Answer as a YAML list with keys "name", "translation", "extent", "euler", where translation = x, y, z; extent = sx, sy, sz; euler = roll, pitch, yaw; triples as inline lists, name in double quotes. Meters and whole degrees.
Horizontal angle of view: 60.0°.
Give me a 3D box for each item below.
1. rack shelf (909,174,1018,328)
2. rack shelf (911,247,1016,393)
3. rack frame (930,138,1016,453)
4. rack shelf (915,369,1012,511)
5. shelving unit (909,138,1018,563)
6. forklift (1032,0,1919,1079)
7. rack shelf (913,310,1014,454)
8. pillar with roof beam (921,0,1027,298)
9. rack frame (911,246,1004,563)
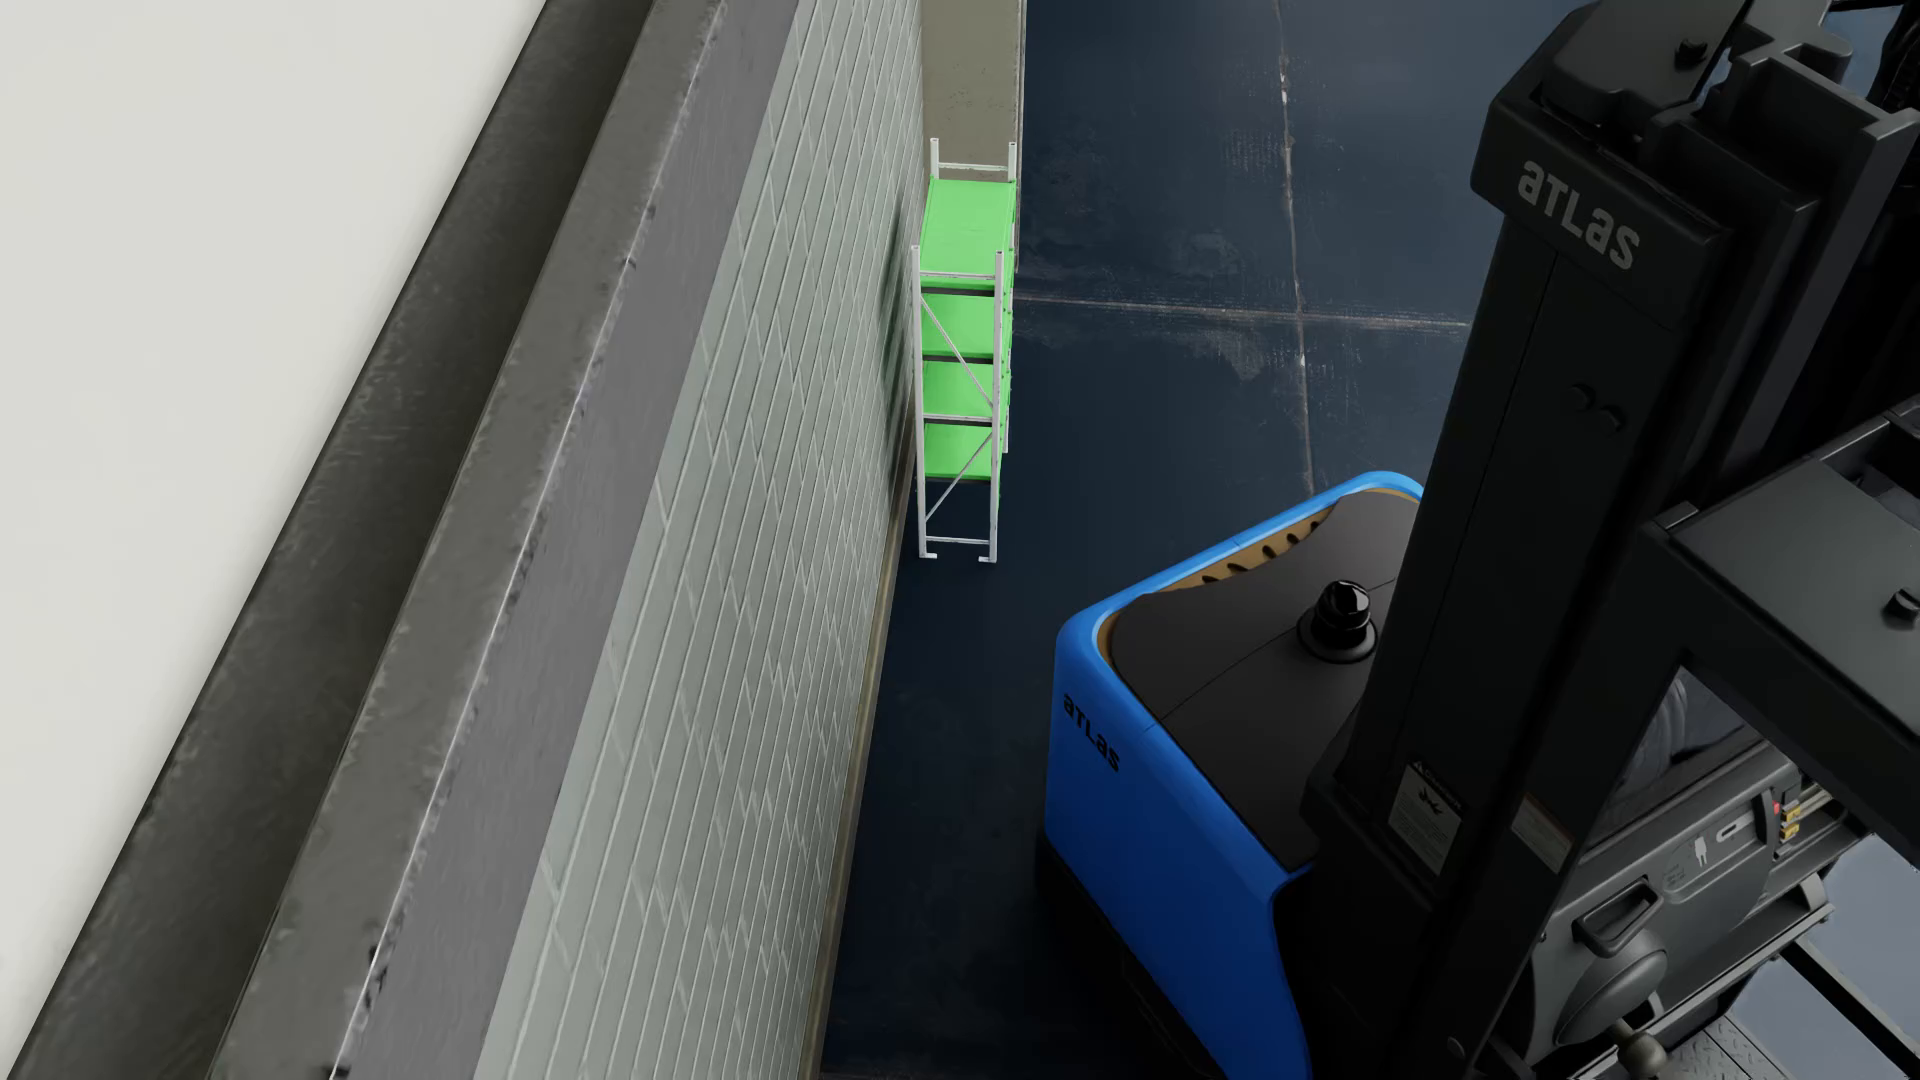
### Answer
- name: "rack shelf"
  translation: [0.015, -0.807, 4.611]
  extent: [0.258, 0.148, 0.480]
  euler: [4, 48, 4]
- name: "rack shelf"
  translation: [0.015, -0.645, 4.789]
  extent: [0.258, 0.148, 0.480]
  euler: [4, 48, 4]
- name: "rack frame"
  translation: [0.037, -0.706, 5.083]
  extent: [0.240, 1.200, 0.015]
  euler: [4, 48, 4]
- name: "rack shelf"
  translation: [0.015, -0.321, 5.143]
  extent: [0.258, 0.148, 0.480]
  euler: [4, 48, 4]
- name: "shelving unit"
  translation: [0.015, -0.527, 4.919]
  extent: [0.258, 1.200, 0.503]
  euler: [4, 48, 4]
- name: "forklift"
  translation: [1.391, 0.653, 2.666]
  extent: [1.130, 2.935, 3.031]
  euler: [-24, 52, -21]
- name: "rack shelf"
  translation: [0.015, -0.483, 4.966]
  extent: [0.258, 0.148, 0.480]
  euler: [4, 48, 4]
- name: "pillar with roof beam"
  translation: [4.331, -3.639, 2.480]
  extent: [9.100, 9.000, 0.400]
  euler: [4, 48, 4]
- name: "rack frame"
  translation: [-0.007, -0.347, 4.755]
  extent: [0.240, 1.200, 0.015]
  euler: [4, 48, 4]
